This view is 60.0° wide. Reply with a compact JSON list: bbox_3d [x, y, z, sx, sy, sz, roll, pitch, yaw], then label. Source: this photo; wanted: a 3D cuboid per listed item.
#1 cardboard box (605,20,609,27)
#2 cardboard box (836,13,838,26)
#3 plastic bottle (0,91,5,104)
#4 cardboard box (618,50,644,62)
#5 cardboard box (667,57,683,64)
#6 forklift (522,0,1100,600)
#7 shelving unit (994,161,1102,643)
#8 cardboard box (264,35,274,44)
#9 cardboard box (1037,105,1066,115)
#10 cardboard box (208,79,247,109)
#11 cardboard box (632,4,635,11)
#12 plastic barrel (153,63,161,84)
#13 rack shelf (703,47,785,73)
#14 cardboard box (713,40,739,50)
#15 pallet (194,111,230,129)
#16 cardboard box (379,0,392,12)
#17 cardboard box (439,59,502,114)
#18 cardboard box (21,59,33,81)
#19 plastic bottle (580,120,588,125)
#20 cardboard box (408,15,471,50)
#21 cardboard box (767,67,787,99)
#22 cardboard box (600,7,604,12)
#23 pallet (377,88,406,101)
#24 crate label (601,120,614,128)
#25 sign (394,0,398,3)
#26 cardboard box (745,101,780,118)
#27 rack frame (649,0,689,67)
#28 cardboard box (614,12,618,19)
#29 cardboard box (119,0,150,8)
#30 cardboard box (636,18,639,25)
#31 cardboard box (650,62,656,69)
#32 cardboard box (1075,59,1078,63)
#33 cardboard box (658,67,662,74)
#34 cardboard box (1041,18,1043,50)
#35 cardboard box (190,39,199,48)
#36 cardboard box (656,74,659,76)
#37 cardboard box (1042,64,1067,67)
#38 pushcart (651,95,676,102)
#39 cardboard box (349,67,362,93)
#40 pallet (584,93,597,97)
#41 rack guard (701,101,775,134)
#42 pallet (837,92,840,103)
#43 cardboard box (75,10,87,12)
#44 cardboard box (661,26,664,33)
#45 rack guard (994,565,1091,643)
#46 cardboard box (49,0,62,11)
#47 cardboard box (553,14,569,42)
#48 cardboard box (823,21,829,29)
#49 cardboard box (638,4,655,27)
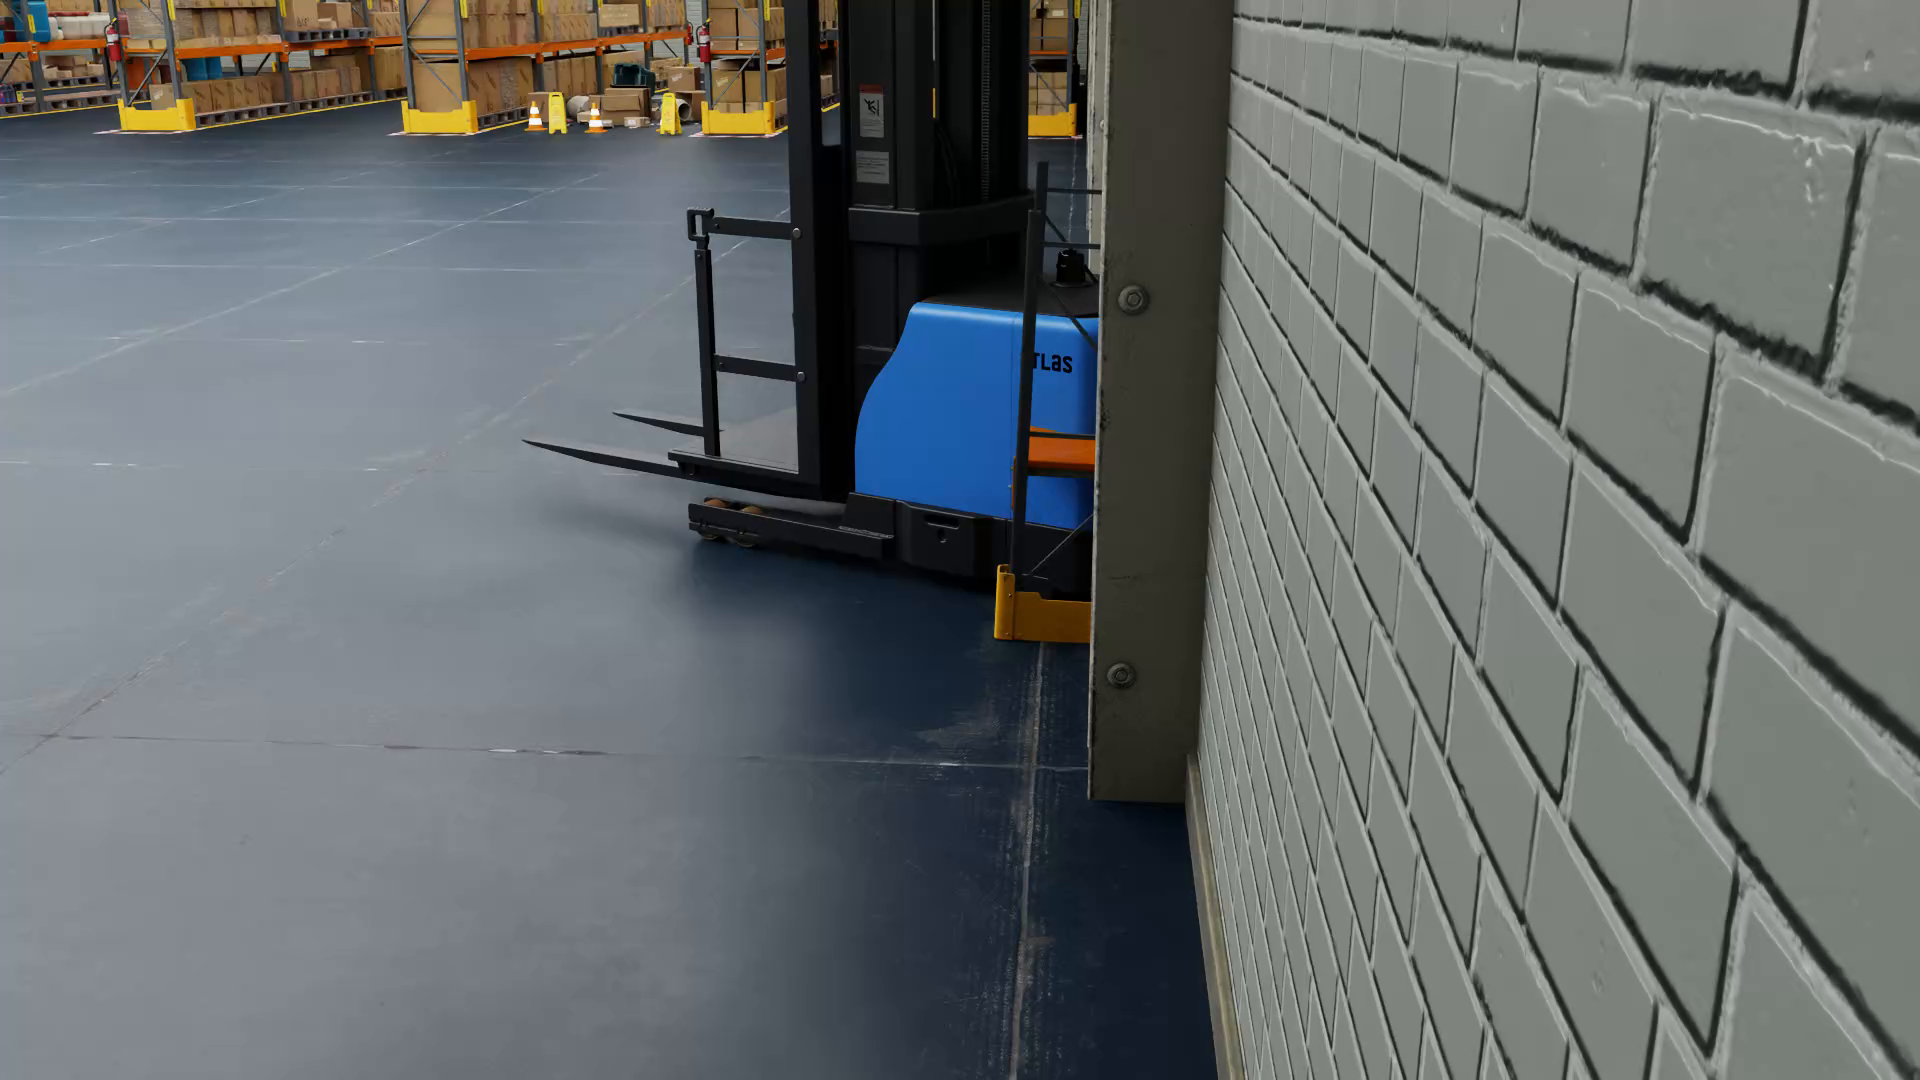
[{"bbox_3d":[-7.750,-11.064,35.602,0.380,0.149,0.250,2,18,7],"label":"cardboard box"},{"bbox_3d":[-2.794,-10.922,34.875,0.500,0.250,0.500,1,18,4],"label":"cardboard box"},{"bbox_3d":[-17.931,-8.294,31.072,0.061,0.283,0.133,3,18,8],"label":"plastic bottle"},{"bbox_3d":[-7.536,-11.056,37.983,0.500,0.250,0.500,1,18,2],"label":"cardboard box"},{"bbox_3d":[-7.233,-12.125,42.057,0.380,0.149,0.250,1,18,5],"label":"cardboard box"},{"bbox_3d":[-0.538,-1.492,6.769,3.031,2.935,1.130,10,21,29],"label":"forklift"},{"bbox_3d":[0.478,-0.529,6.049,0.587,1.500,1.083,3,22,3],"label":"shelving unit"},{"bbox_3d":[-12.998,-9.312,30.929,0.380,0.149,0.250,1,18,4],"label":"cardboard box"},{"bbox_3d":[1.531,-7.050,27.364,0.500,0.250,0.500,1,18,4],"label":"cardboard box"},{"bbox_3d":[-13.316,-8.098,30.160,0.500,0.500,0.500,0,18,-1],"label":"cardboard box"},{"bbox_3d":[-7.587,-12.075,37.731,0.380,0.149,0.250,1,18,2],"label":"cardboard box"},{"bbox_3d":[-17.932,-10.282,36.807,0.421,0.512,0.421,0,18,0],"label":"plastic barrel"},{"bbox_3d":[-3.507,-8.398,28.891,1.077,0.370,4.000,1,18,4],"label":"rack shelf"},{"bbox_3d":[-3.837,-8.120,27.291,0.380,0.149,0.250,2,18,6],"label":"cardboard box"},{"bbox_3d":[-13.436,-7.290,28.832,1.003,0.211,1.213,1,18,4],"label":"pallet"},{"bbox_3d":[-12.843,-11.778,36.279,0.797,0.503,0.637,2,18,5],"label":"cardboard box"},{"bbox_3d":[-8.551,-7.873,28.872,0.875,0.875,0.875,1,18,3],"label":"cardboard box"},{"bbox_3d":[-22.305,-11.151,39.444,0.500,0.500,0.500,1,18,4],"label":"cardboard box"},{"bbox_3d":[-6.607,-7.330,29.194,0.133,0.061,0.283,-5,19,-15],"label":"plastic bottle"},{"bbox_3d":[-8.613,-8.385,27.456,0.875,0.550,0.550,1,18,4],"label":"cardboard box"},{"bbox_3d":[-3.238,-7.938,28.868,0.500,0.500,0.500,2,18,5],"label":"cardboard box"},{"bbox_3d":[-7.778,-11.268,35.268,0.380,0.149,0.250,1,18,2],"label":"cardboard box"},{"bbox_3d":[-12.830,-9.743,36.317,1.003,0.211,1.213,1,18,4],"label":"pallet"},{"bbox_3d":[-6.043,-7.086,28.327,0.250,0.136,0.298,-9,20,-25],"label":"crate label"},{"bbox_3d":[-9.135,-8.877,26.958,0.100,0.325,0.005,1,18,4],"label":"sign"},{"bbox_3d":[-3.317,-7.256,27.992,0.500,0.250,0.500,1,18,3],"label":"cardboard box"},{"bbox_3d":[-7.448,-13.167,42.290,1.000,3.000,0.127,1,18,4],"label":"rack frame"},{"bbox_3d":[-7.696,-11.450,36.300,0.380,0.149,0.250,1,18,3],"label":"cardboard box"},{"bbox_3d":[-13.742,-9.180,27.879,0.500,0.500,0.500,1,18,4],"label":"cardboard box"},{"bbox_3d":[-7.566,-11.877,38.083,0.380,0.149,0.250,1,18,3],"label":"cardboard box"},{"bbox_3d":[-7.424,-11.239,39.354,0.380,0.149,0.250,2,18,7],"label":"cardboard box"},{"bbox_3d":[2.318,-10.212,35.570,0.380,0.149,0.250,0,18,1],"label":"cardboard box"},{"bbox_3d":[-7.414,-11.342,40.147,0.380,0.149,0.250,2,18,6],"label":"cardboard box"},{"bbox_3d":[1.121,-8.376,27.509,0.500,0.500,0.500,2,18,6],"label":"cardboard box"},{"bbox_3d":[-13.207,-8.458,28.323,0.380,0.149,0.250,1,18,4],"label":"cardboard box"},{"bbox_3d":[-7.403,-11.037,39.692,0.380,0.149,0.250,1,18,4],"label":"cardboard box"},{"bbox_3d":[1.745,-8.462,30.067,0.500,0.250,0.500,2,18,5],"label":"cardboard box"},{"bbox_3d":[-5.641,-8.150,31.191,1.648,0.377,0.936,-5,19,-15],"label":"pushcart"},{"bbox_3d":[-12.989,-9.637,34.825,0.700,0.500,0.500,0,18,1],"label":"cardboard box"},{"bbox_3d":[-8.153,-9.114,34.399,1.003,0.211,1.213,1,18,4],"label":"pallet"},{"bbox_3d":[-3.645,-6.955,27.344,1.175,0.500,0.348,1,18,4],"label":"rack guard"},{"bbox_3d":[-2.945,-9.522,35.642,1.003,0.211,1.213,1,18,4],"label":"pallet"},{"bbox_3d":[-22.140,-12.961,41.501,0.500,0.500,0.500,1,18,3],"label":"cardboard box"},{"bbox_3d":[-7.342,-12.296,40.036,0.380,0.149,0.250,2,18,6],"label":"cardboard box"},{"bbox_3d":[0.420,0.233,5.817,0.587,0.250,0.087,3,22,3],"label":"rack guard"},{"bbox_3d":[-22.204,-13.112,40.356,0.500,0.500,0.500,1,18,2],"label":"cardboard box"},{"bbox_3d":[-7.928,-9.957,32.333,0.500,0.500,0.500,1,18,4],"label":"cardboard box"},{"bbox_3d":[-2.818,-10.249,33.112,0.380,0.149,0.250,2,18,5],"label":"cardboard box"},{"bbox_3d":[-7.448,-12.262,38.889,0.500,0.500,0.500,1,18,3],"label":"cardboard box"}]
